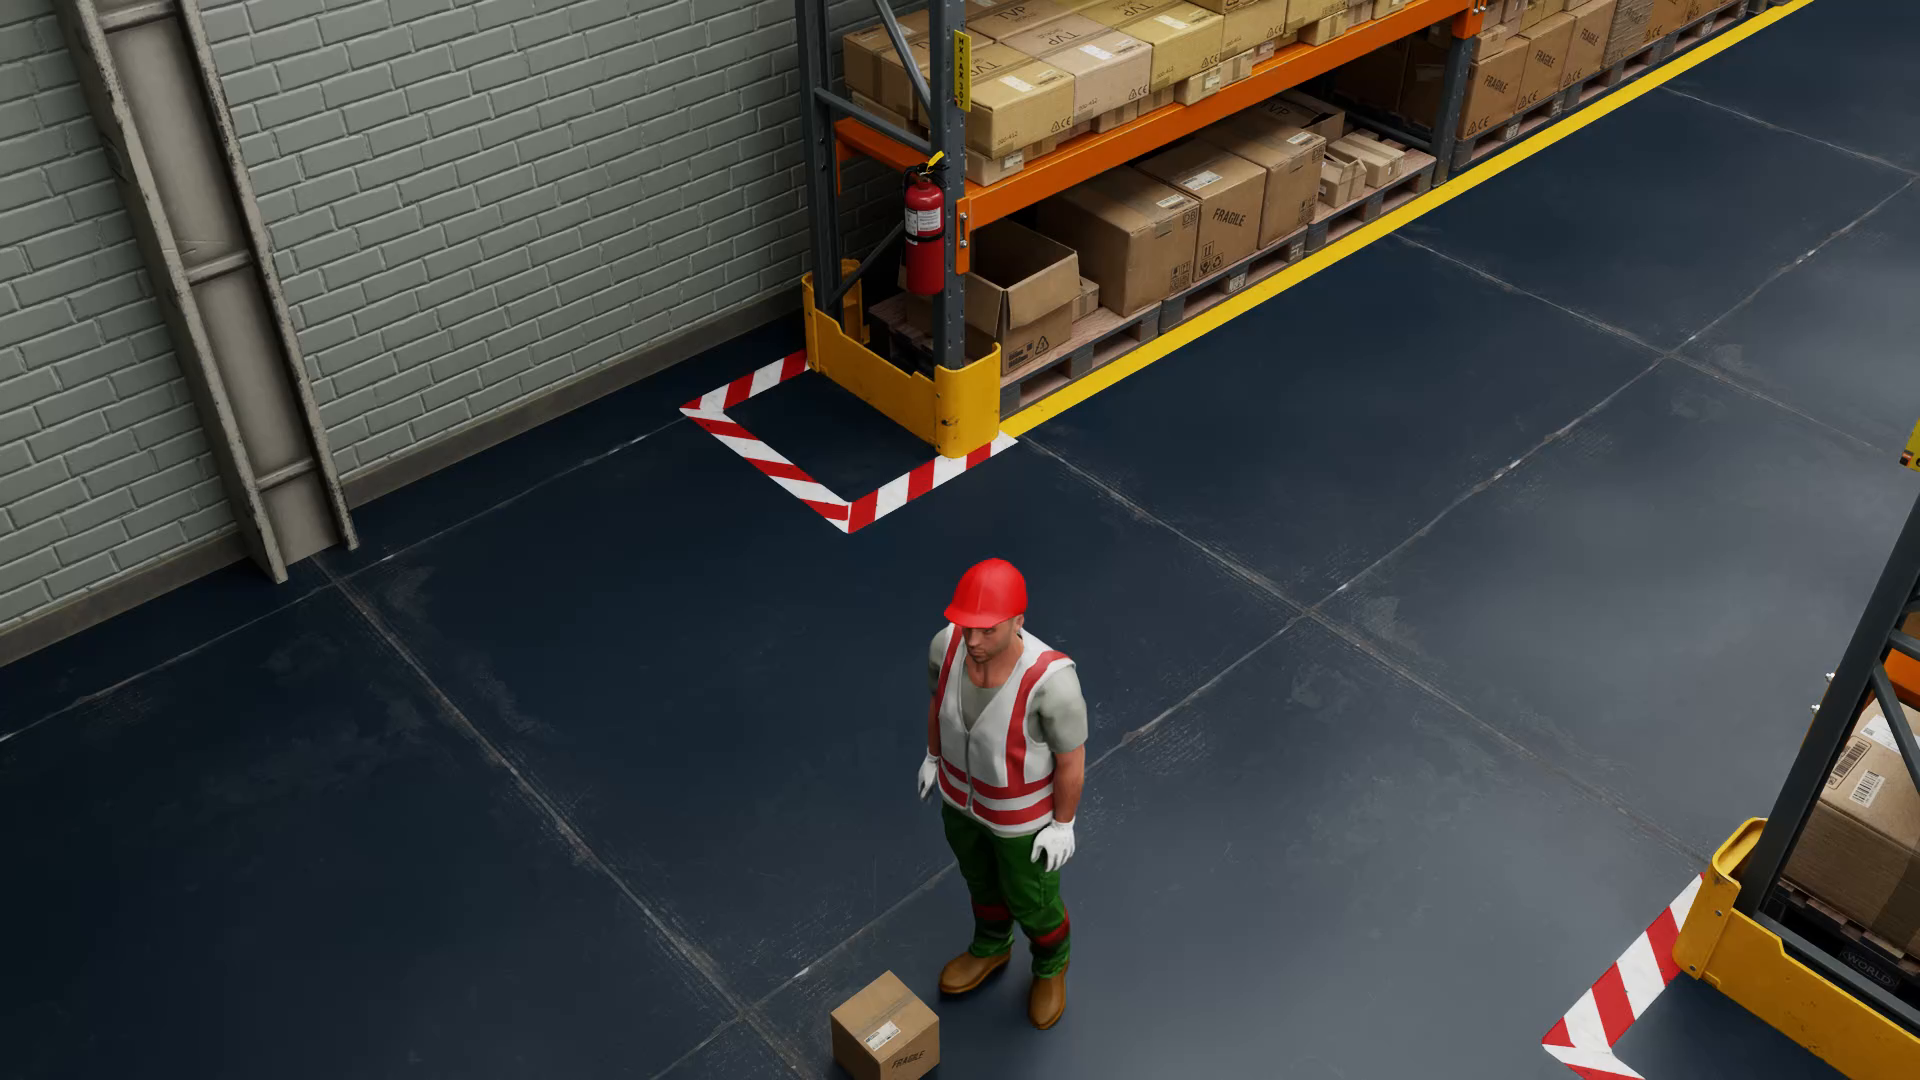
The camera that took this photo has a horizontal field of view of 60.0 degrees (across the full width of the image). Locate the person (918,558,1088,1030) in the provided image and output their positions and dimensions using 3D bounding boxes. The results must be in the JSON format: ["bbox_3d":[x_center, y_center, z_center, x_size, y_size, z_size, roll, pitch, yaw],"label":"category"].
[{"bbox_3d":[0.116,0.795,5.151,0.595,1.821,0.380,28,47,29],"label":"person"}]
